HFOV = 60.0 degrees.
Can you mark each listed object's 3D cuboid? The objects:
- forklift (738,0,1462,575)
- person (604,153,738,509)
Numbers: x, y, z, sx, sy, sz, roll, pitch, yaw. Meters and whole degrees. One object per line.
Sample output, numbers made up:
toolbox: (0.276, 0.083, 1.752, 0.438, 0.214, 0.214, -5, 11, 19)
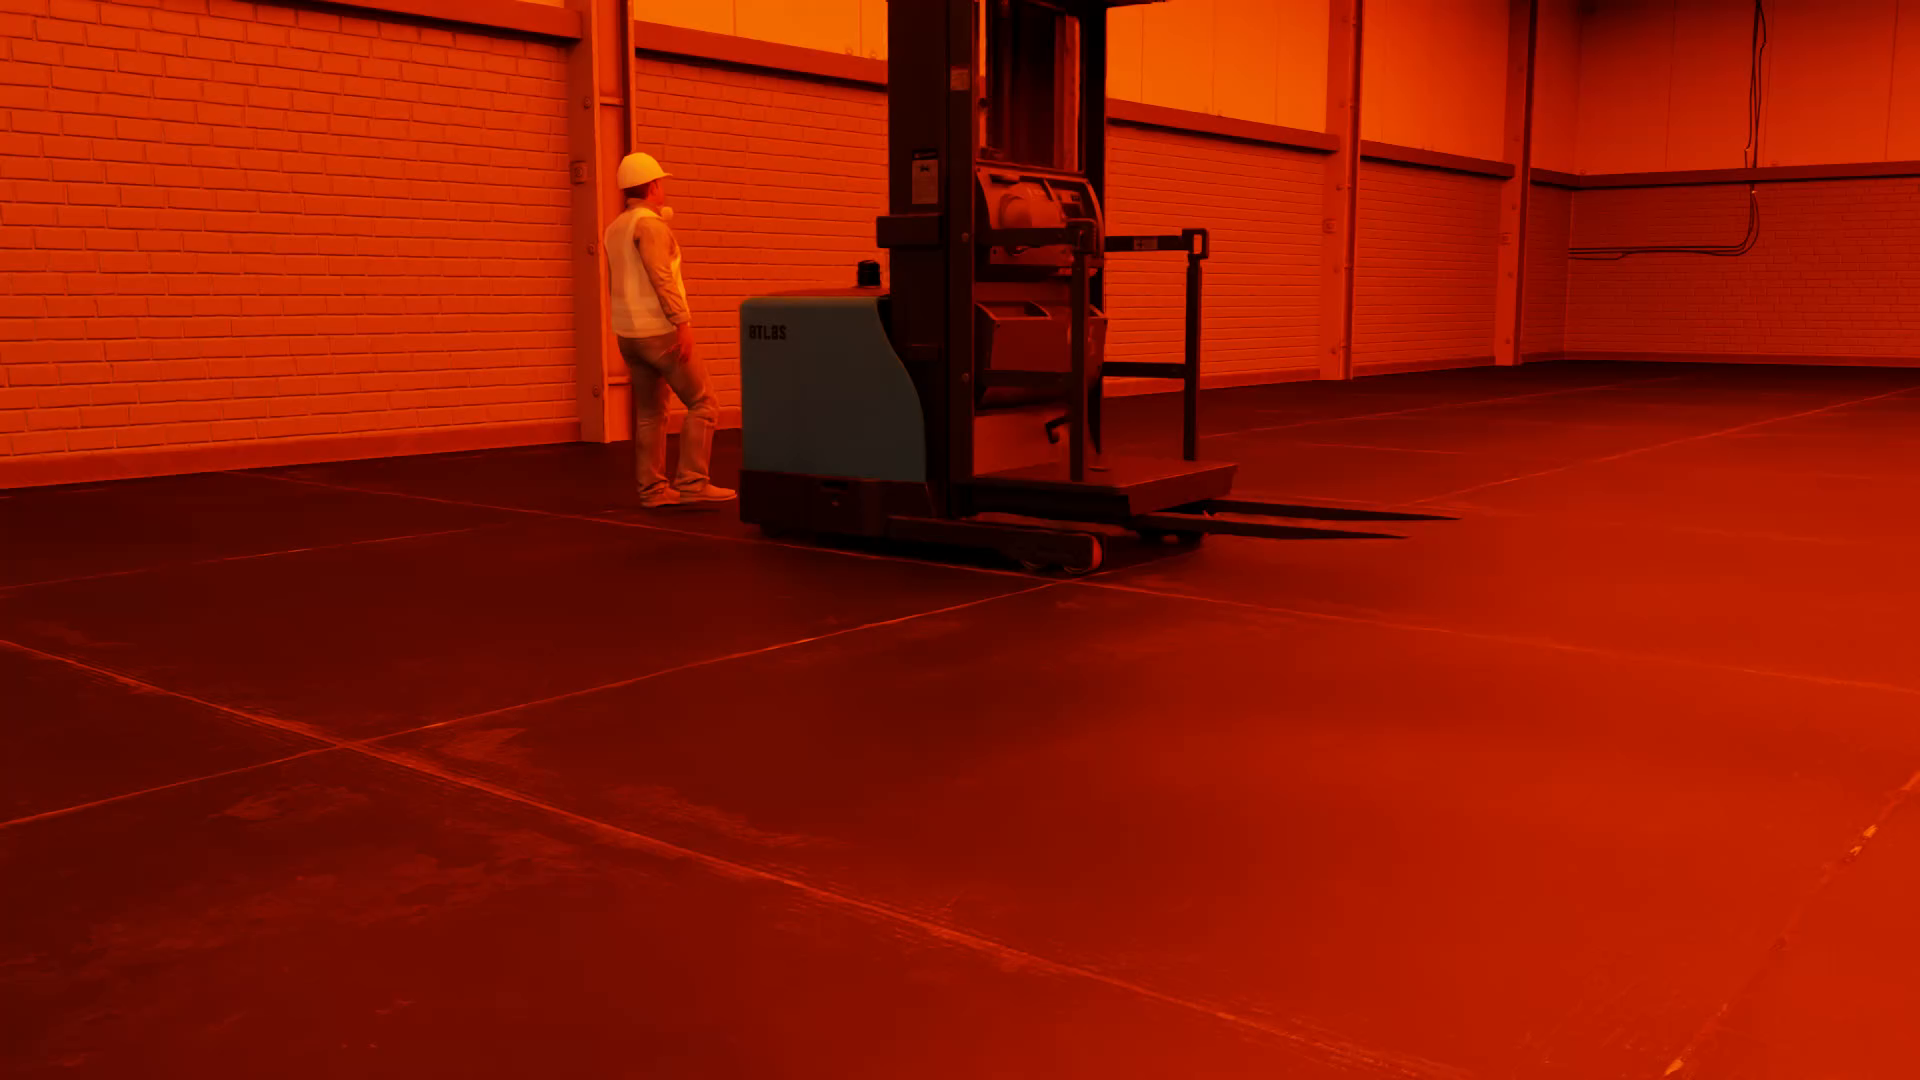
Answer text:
forklift: (0.515, -1.402, 6.864, 3.031, 2.935, 1.130, 6, 10, 33)
person: (-1.500, -1.044, 8.398, 0.520, 1.779, 0.643, -7, 11, -38)
